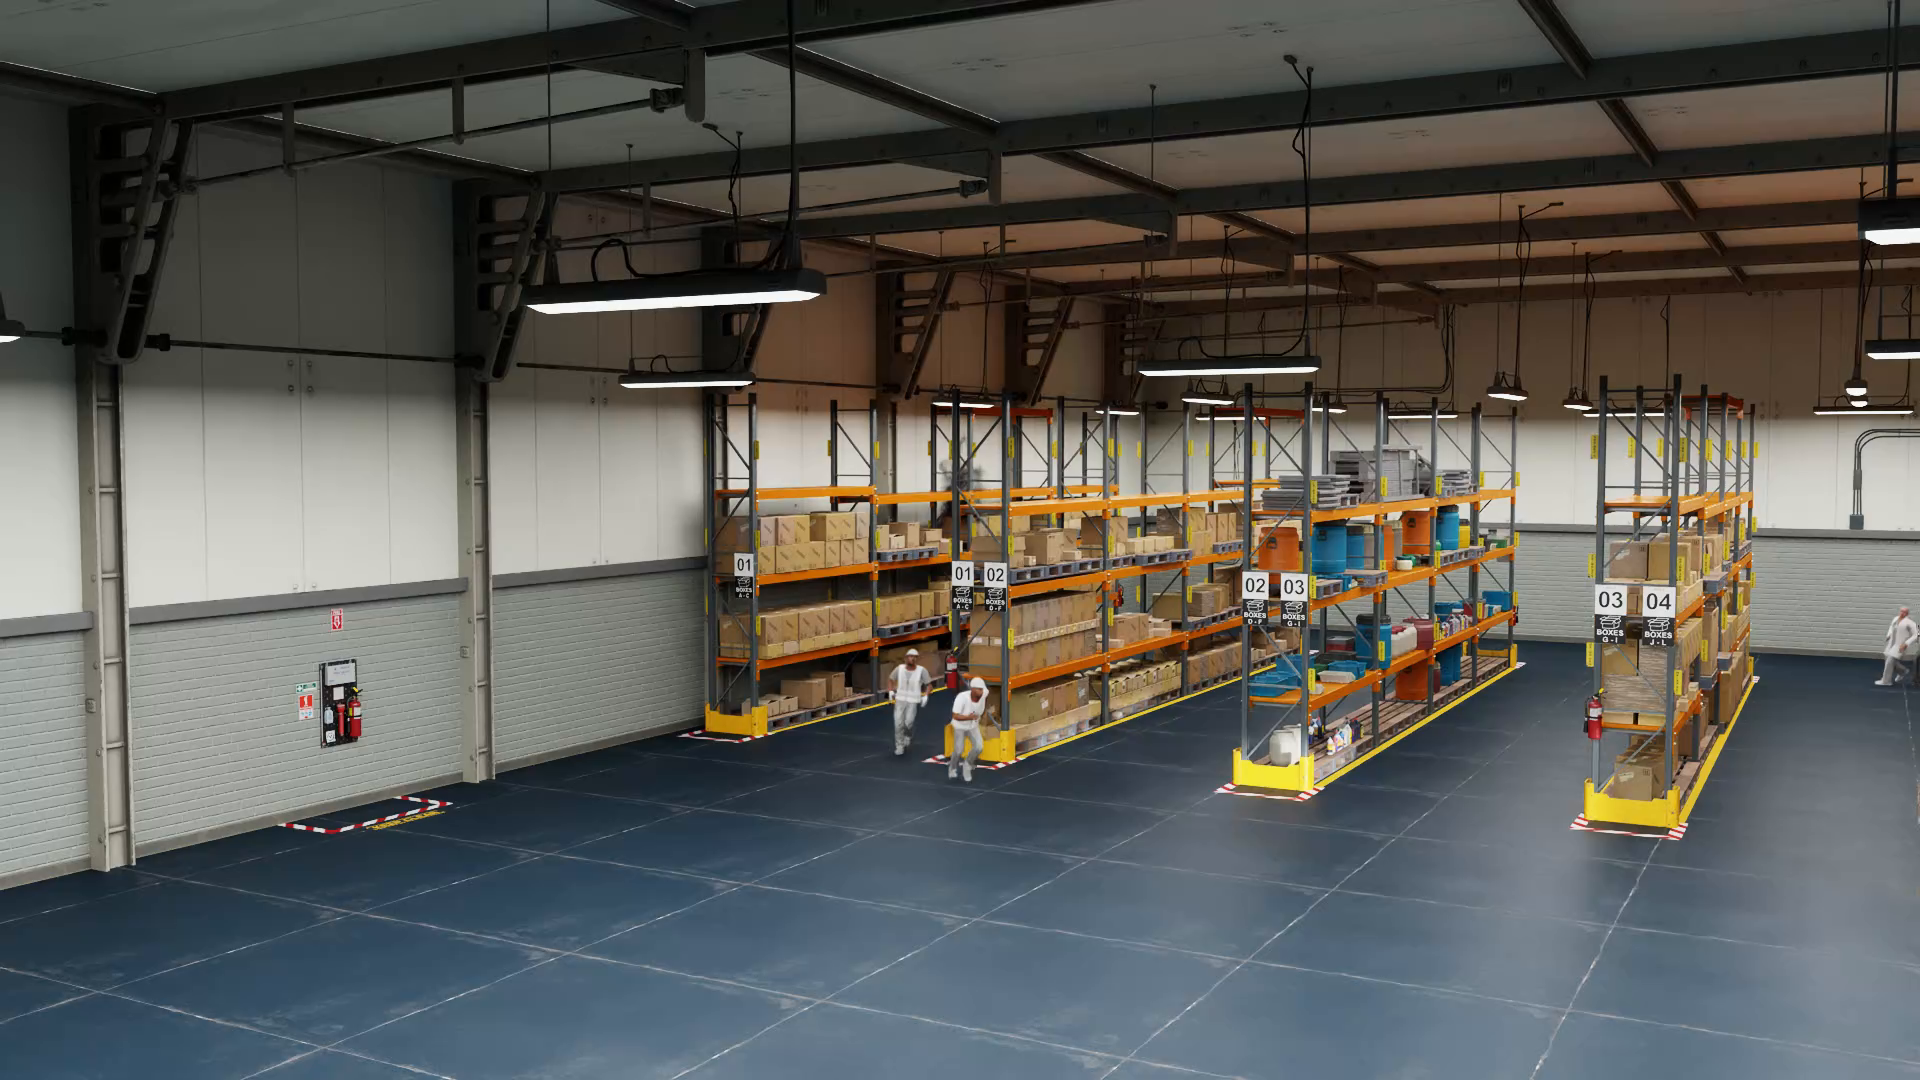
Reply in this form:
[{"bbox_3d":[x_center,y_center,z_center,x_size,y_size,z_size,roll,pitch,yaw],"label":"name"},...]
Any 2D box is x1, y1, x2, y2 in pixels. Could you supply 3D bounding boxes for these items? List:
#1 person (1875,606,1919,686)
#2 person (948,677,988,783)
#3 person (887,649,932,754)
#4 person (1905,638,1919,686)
[{"bbox_3d":[19.880,2.302,35.108,0.800,1.610,0.756,-1,3,-14],"label":"person"},{"bbox_3d":[0.142,2.843,25.005,0.738,1.627,0.948,-2,4,-32],"label":"person"},{"bbox_3d":[-0.846,2.659,27.442,0.752,1.731,0.549,0,3,8],"label":"person"},{"bbox_3d":[20.449,2.279,35.095,0.665,1.716,0.663,0,3,7],"label":"person"}]
